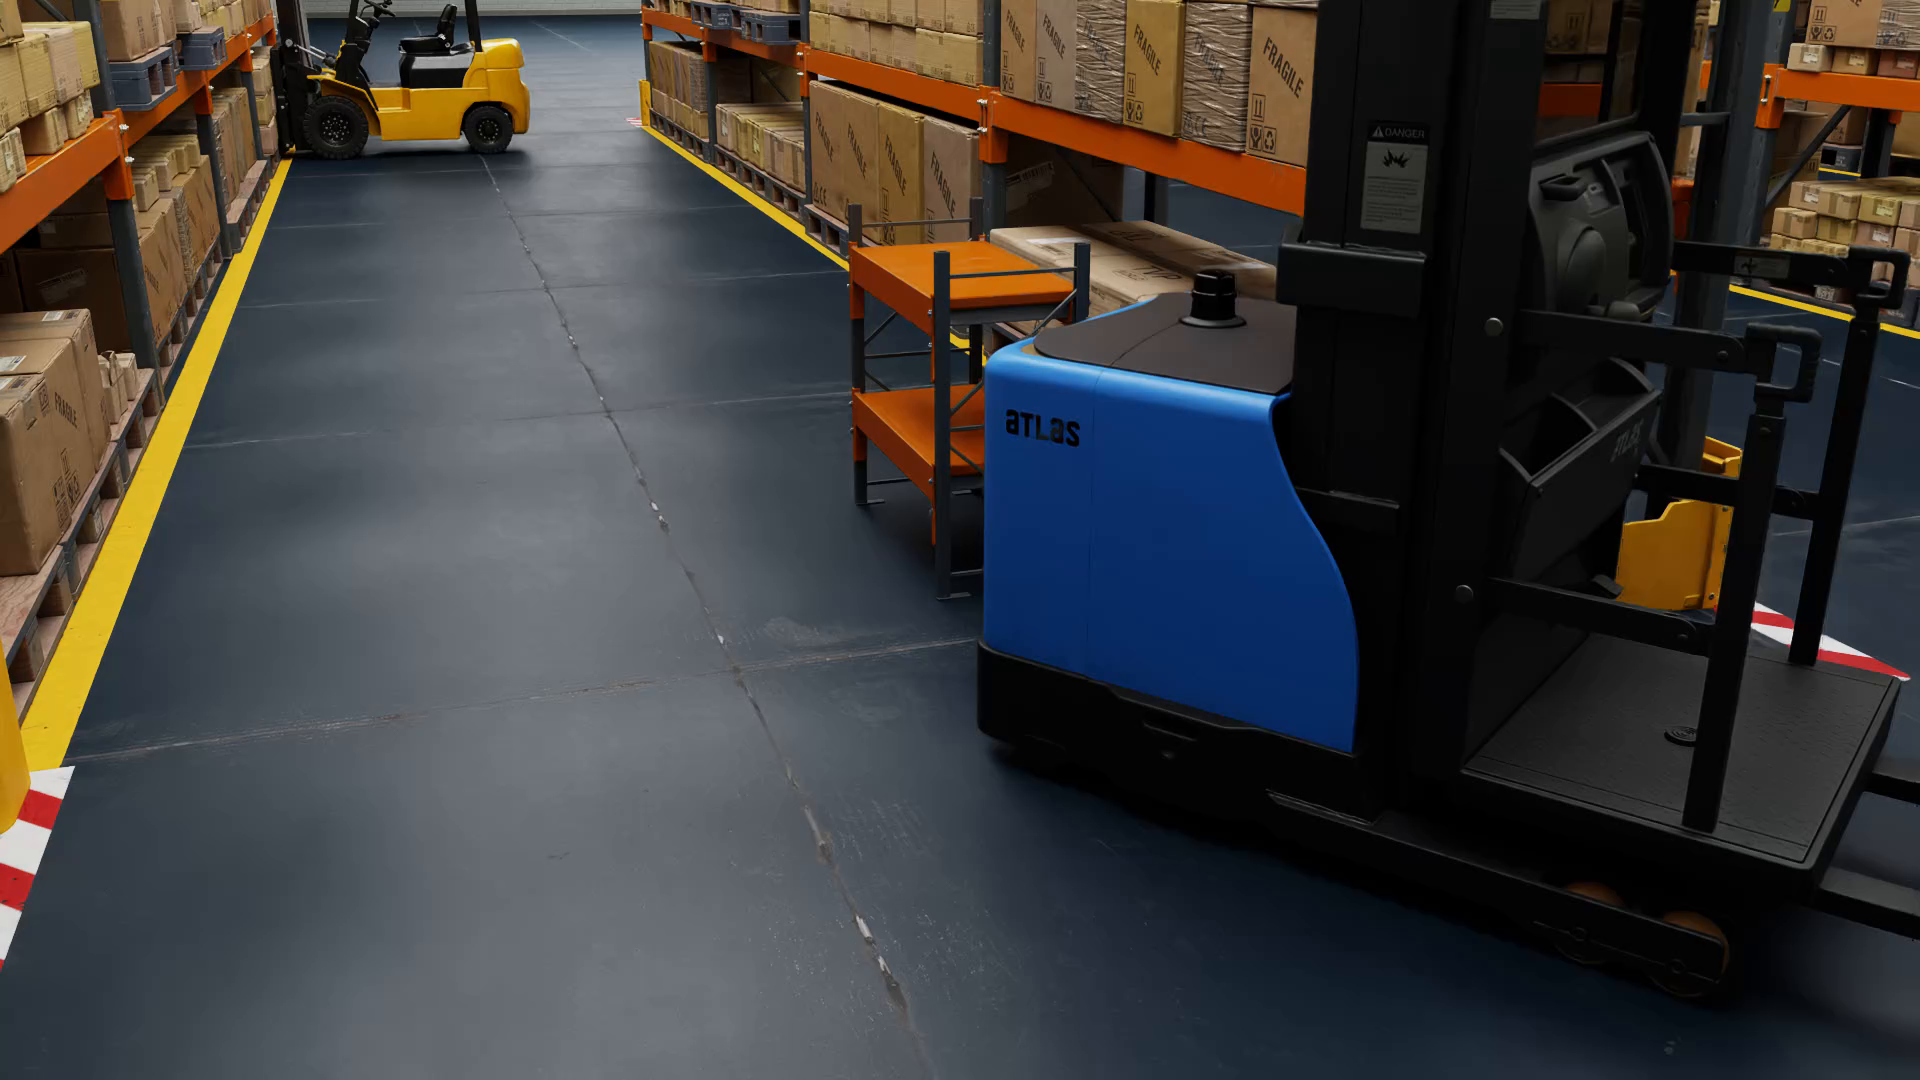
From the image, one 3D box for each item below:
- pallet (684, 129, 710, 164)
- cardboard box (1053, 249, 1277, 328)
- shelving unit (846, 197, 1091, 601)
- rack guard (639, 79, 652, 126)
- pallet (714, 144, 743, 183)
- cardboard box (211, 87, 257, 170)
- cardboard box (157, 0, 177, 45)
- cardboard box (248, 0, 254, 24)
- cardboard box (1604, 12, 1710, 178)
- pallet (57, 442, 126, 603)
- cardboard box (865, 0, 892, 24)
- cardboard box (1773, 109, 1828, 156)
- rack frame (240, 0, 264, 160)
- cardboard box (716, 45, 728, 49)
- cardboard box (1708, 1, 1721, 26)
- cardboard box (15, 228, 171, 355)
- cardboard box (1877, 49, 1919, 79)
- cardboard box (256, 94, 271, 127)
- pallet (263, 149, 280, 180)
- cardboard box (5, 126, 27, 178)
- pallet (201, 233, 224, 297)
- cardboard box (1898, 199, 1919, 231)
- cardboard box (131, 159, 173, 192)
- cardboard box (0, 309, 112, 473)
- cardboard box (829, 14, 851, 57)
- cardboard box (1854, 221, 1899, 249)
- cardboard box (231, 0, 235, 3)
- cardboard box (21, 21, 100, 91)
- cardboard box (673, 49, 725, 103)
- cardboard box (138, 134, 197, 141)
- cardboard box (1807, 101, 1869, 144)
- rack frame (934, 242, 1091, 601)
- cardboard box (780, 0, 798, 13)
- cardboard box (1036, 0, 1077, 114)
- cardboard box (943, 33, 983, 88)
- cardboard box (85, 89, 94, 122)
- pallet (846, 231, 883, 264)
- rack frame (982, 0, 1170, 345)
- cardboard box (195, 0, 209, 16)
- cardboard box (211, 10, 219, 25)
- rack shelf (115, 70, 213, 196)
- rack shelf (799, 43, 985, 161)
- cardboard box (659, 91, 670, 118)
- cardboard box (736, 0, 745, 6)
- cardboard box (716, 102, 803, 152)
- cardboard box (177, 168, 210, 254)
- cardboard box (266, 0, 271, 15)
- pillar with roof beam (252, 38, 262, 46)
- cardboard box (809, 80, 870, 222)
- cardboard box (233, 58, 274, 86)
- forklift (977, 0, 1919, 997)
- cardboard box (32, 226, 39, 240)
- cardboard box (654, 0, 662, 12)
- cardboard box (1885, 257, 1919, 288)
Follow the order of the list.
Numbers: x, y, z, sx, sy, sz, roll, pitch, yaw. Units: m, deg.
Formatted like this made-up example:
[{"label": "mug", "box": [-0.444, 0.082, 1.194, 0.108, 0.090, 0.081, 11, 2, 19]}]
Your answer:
[{"label": "pallet", "box": [-2.152, -3.954, 16.612, 1.003, 0.211, 1.213, -6, 21, -17]}, {"label": "cardboard box", "box": [0.985, -0.979, 7.373, 0.875, 0.438, 0.875, -7, 21, -19]}, {"label": "shelving unit", "box": [0.002, -0.527, 5.720, 0.538, 1.125, 1.048, -6, 21, -17]}, {"label": "rack guard", "box": [-3.140, -5.137, 19.480, 1.175, 0.500, 0.348, -6, 21, -17]}, {"label": "pallet", "box": [-1.661, -3.492, 15.327, 1.003, 0.211, 1.213, -6, 21, -17]}, {"label": "cardboard box", "box": [-6.443, -3.440, 13.947, 0.875, 0.625, 0.625, -5, 20, -15]}, {"label": "cardboard box", "box": [-4.452, -2.800, 8.506, 0.700, 0.500, 0.500, -6, 21, -17]}, {"label": "cardboard box", "box": [-6.689, -4.908, 14.997, 0.500, 0.500, 0.500, -6, 21, -16]}, {"label": "cardboard box", "box": [1.987, -1.435, 5.327, 0.500, 0.500, 0.500, -7, 21, -18]}, {"label": "pallet", "box": [-3.501, -0.033, 5.698, 1.003, 0.211, 1.213, -6, 21, -17]}, {"label": "cardboard box", "box": [-0.272, -3.255, 10.024, 0.500, 0.250, 0.500, -6, 21, -16]}, {"label": "cardboard box", "box": [5.294, -2.685, 10.921, 0.500, 0.250, 0.500, -7, 21, -20]}, {"label": "rack frame", "box": [-6.618, -4.526, 14.080, 1.000, 3.000, 0.127, -6, 21, -17]}, {"label": "cardboard box", "box": [-2.346, -5.035, 17.835, 0.500, 0.500, 0.500, -7, 21, -18]}, {"label": "cardboard box", "box": [4.880, -3.315, 10.458, 0.380, 0.149, 0.250, -6, 21, -17]}, {"label": "cardboard box", "box": [-4.042, -1.159, 7.782, 0.500, 0.500, 0.500, -5, 20, -15]}, {"label": "cardboard box", "box": [5.339, -2.647, 9.219, 0.380, 0.149, 0.250, -7, 21, -20]}, {"label": "cardboard box", "box": [-6.477, -3.853, 14.912, 0.500, 0.250, 0.500, -6, 21, -17]}, {"label": "pallet", "box": [-6.828, -3.473, 15.274, 1.003, 0.211, 1.213, -6, 21, -17]}, {"label": "cardboard box", "box": [-3.149, -1.192, 5.171, 0.380, 0.149, 0.250, -6, 21, -16]}, {"label": "pallet", "box": [-5.162, -1.686, 10.299, 1.003, 0.211, 1.213, -6, 21, -17]}, {"label": "cardboard box", "box": [5.447, -1.797, 9.198, 0.380, 0.149, 0.250, -7, 21, -19]}, {"label": "cardboard box", "box": [-4.575, -2.009, 9.188, 0.380, 0.149, 0.250, -7, 21, -20]}, {"label": "cardboard box", "box": [-3.506, -0.514, 5.987, 0.700, 0.500, 0.500, -7, 21, -19]}, {"label": "cardboard box", "box": [-0.556, -3.354, 11.038, 0.500, 0.250, 0.500, -7, 21, -19]}, {"label": "cardboard box", "box": [5.361, -1.745, 9.494, 0.380, 0.149, 0.250, -7, 21, -18]}, {"label": "cardboard box", "box": [-6.052, -4.396, 13.200, 0.500, 0.250, 0.500, -7, 21, -19]}, {"label": "cardboard box", "box": [-3.712, -1.891, 6.524, 0.500, 0.250, 0.500, -6, 21, -16]}, {"label": "cardboard box", "box": [-2.671, -4.799, 17.177, 0.500, 0.500, 0.500, -5, 20, -14]}, {"label": "cardboard box", "box": [-4.965, -2.437, 10.381, 0.380, 0.149, 0.250, -7, 21, -20]}, {"label": "cardboard box", "box": [8.529, -4.067, 15.850, 0.700, 0.500, 0.500, -8, 21, -20]}, {"label": "rack frame", "box": [0.162, -0.364, 5.266, 0.500, 1.125, 0.032, -6, 21, -17]}, {"label": "cardboard box", "box": [-1.129, -4.009, 12.390, 0.380, 0.149, 0.250, -6, 21, -16]}, {"label": "cardboard box", "box": [0.661, -2.194, 7.439, 0.500, 0.500, 0.500, -6, 21, -17]}, {"label": "cardboard box", "box": [0.227, -2.534, 8.755, 0.500, 0.250, 0.500, -7, 21, -18]}, {"label": "cardboard box", "box": [-3.763, -1.765, 6.764, 0.380, 0.149, 0.250, -6, 21, -16]}, {"label": "pallet", "box": [-0.094, -1.807, 10.634, 1.003, 0.211, 1.213, -6, 21, -17]}, {"label": "rack frame", "box": [0.608, -2.487, 8.404, 1.000, 3.000, 0.127, -6, 21, -17]}, {"label": "cardboard box", "box": [-5.244, -3.578, 10.923, 0.500, 0.250, 0.500, -6, 21, -17]}, {"label": "cardboard box", "box": [-5.590, -3.666, 11.909, 0.500, 0.250, 0.500, -7, 21, -19]}, {"label": "rack shelf", "box": [-4.732, -2.262, 8.841, 1.077, 0.370, 4.000, -6, 21, -17]}, {"label": "rack shelf", "box": [-0.021, -2.790, 10.312, 1.077, 0.370, 4.000, -6, 21, -17]}, {"label": "cardboard box", "box": [-3.020, -4.789, 18.258, 0.500, 0.250, 0.500, -6, 21, -15]}, {"label": "cardboard box", "box": [-1.650, -4.502, 13.763, 0.380, 0.149, 0.250, -6, 20, -15]}, {"label": "cardboard box", "box": [-1.740, -3.847, 15.457, 0.950, 0.372, 0.625, -6, 21, -17]}, {"label": "cardboard box", "box": [-4.876, -1.989, 10.093, 0.500, 0.500, 0.500, -7, 21, -18]}, {"label": "cardboard box", "box": [-7.471, -5.727, 17.274, 0.500, 0.500, 0.500, -7, 21, -18]}, {"label": "pillar with roof beam", "box": [-10.083, -14.547, 33.106, 9.100, 9.000, 0.400, -6, 21, -17]}, {"label": "cardboard box", "box": [-0.511, -2.738, 11.624, 0.875, 0.875, 0.875, -7, 21, -18]}, {"label": "cardboard box", "box": [-6.790, -4.412, 15.730, 0.500, 0.250, 0.500, -6, 21, -15]}, {"label": "forklift", "box": [1.534, -0.663, 3.426, 3.031, 2.935, 1.130, 14, 24, 34]}, {"label": "cardboard box", "box": [-4.124, -1.509, 7.798, 0.380, 0.149, 0.250, -7, 21, -19]}, {"label": "cardboard box", "box": [-3.118, -5.829, 18.080, 0.380, 0.149, 0.250, -6, 21, -16]}, {"label": "cardboard box", "box": [5.423, -1.515, 9.292, 0.380, 0.149, 0.250, -7, 21, -18]}]
